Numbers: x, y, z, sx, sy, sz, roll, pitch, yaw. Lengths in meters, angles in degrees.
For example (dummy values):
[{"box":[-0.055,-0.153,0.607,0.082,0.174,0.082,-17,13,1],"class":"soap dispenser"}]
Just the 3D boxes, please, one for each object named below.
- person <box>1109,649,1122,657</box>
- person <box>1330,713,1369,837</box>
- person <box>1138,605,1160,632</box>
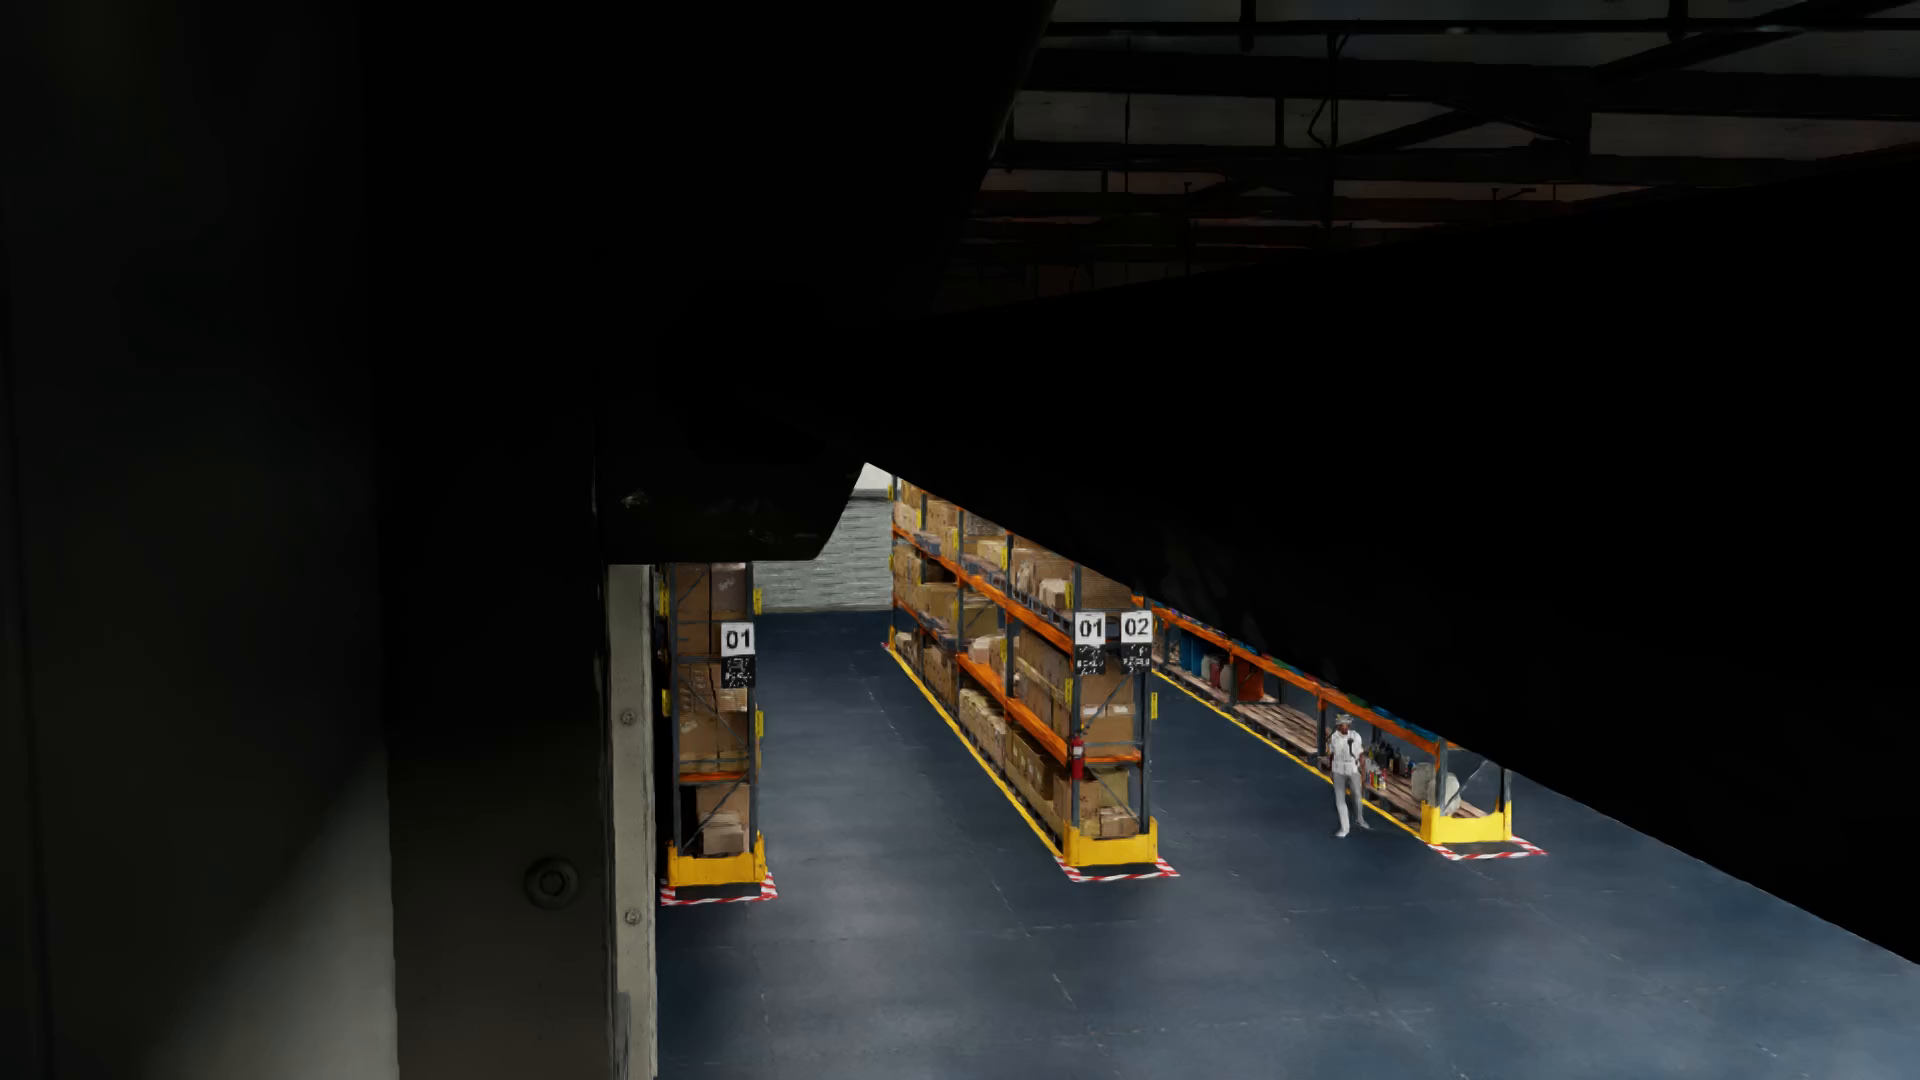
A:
[{"box":[3.110,1.945,33.345,0.625,1.596,0.509,-1,6,-12],"class":"person"},{"box":[5.213,3.108,22.250,0.519,1.665,0.550,3,7,27],"class":"person"},{"box":[4.346,1.328,38.700,0.566,1.662,0.564,4,7,32],"class":"person"}]
